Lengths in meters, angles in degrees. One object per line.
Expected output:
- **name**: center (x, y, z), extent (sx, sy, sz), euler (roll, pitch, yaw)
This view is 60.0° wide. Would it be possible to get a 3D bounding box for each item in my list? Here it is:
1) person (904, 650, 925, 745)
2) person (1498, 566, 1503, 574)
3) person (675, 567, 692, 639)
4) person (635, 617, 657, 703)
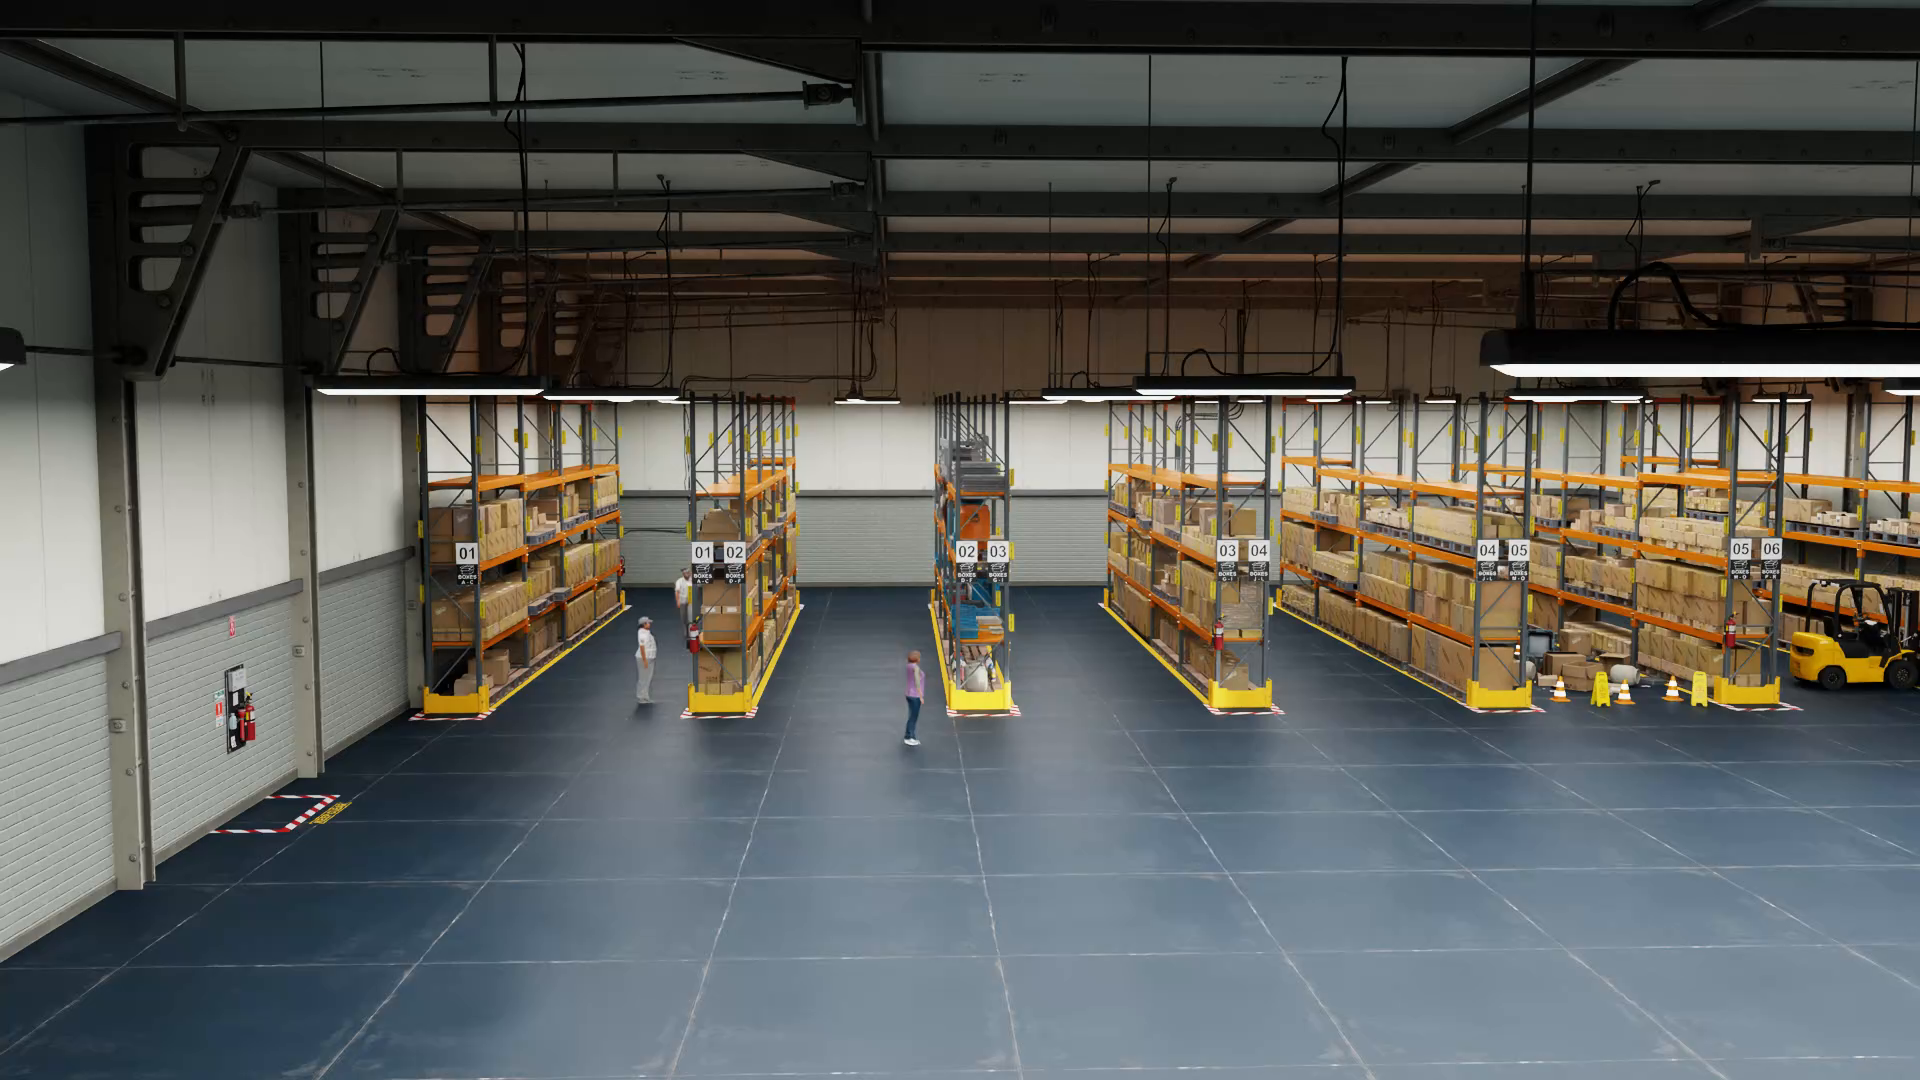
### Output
- **person**: center (-0.793, 2.674, 28.211), extent (0.344, 1.622, 0.561), euler (-2, 5, -27)
- **person**: center (13.392, 1.516, 41.443), extent (0.375, 1.814, 0.565), euler (2, 5, 20)
- **person**: center (-6.790, 1.542, 41.155), extent (0.529, 1.746, 0.911), euler (0, 5, 0)
- **person**: center (-6.074, 2.332, 32.169), extent (0.388, 1.702, 0.592), euler (1, 5, 7)
